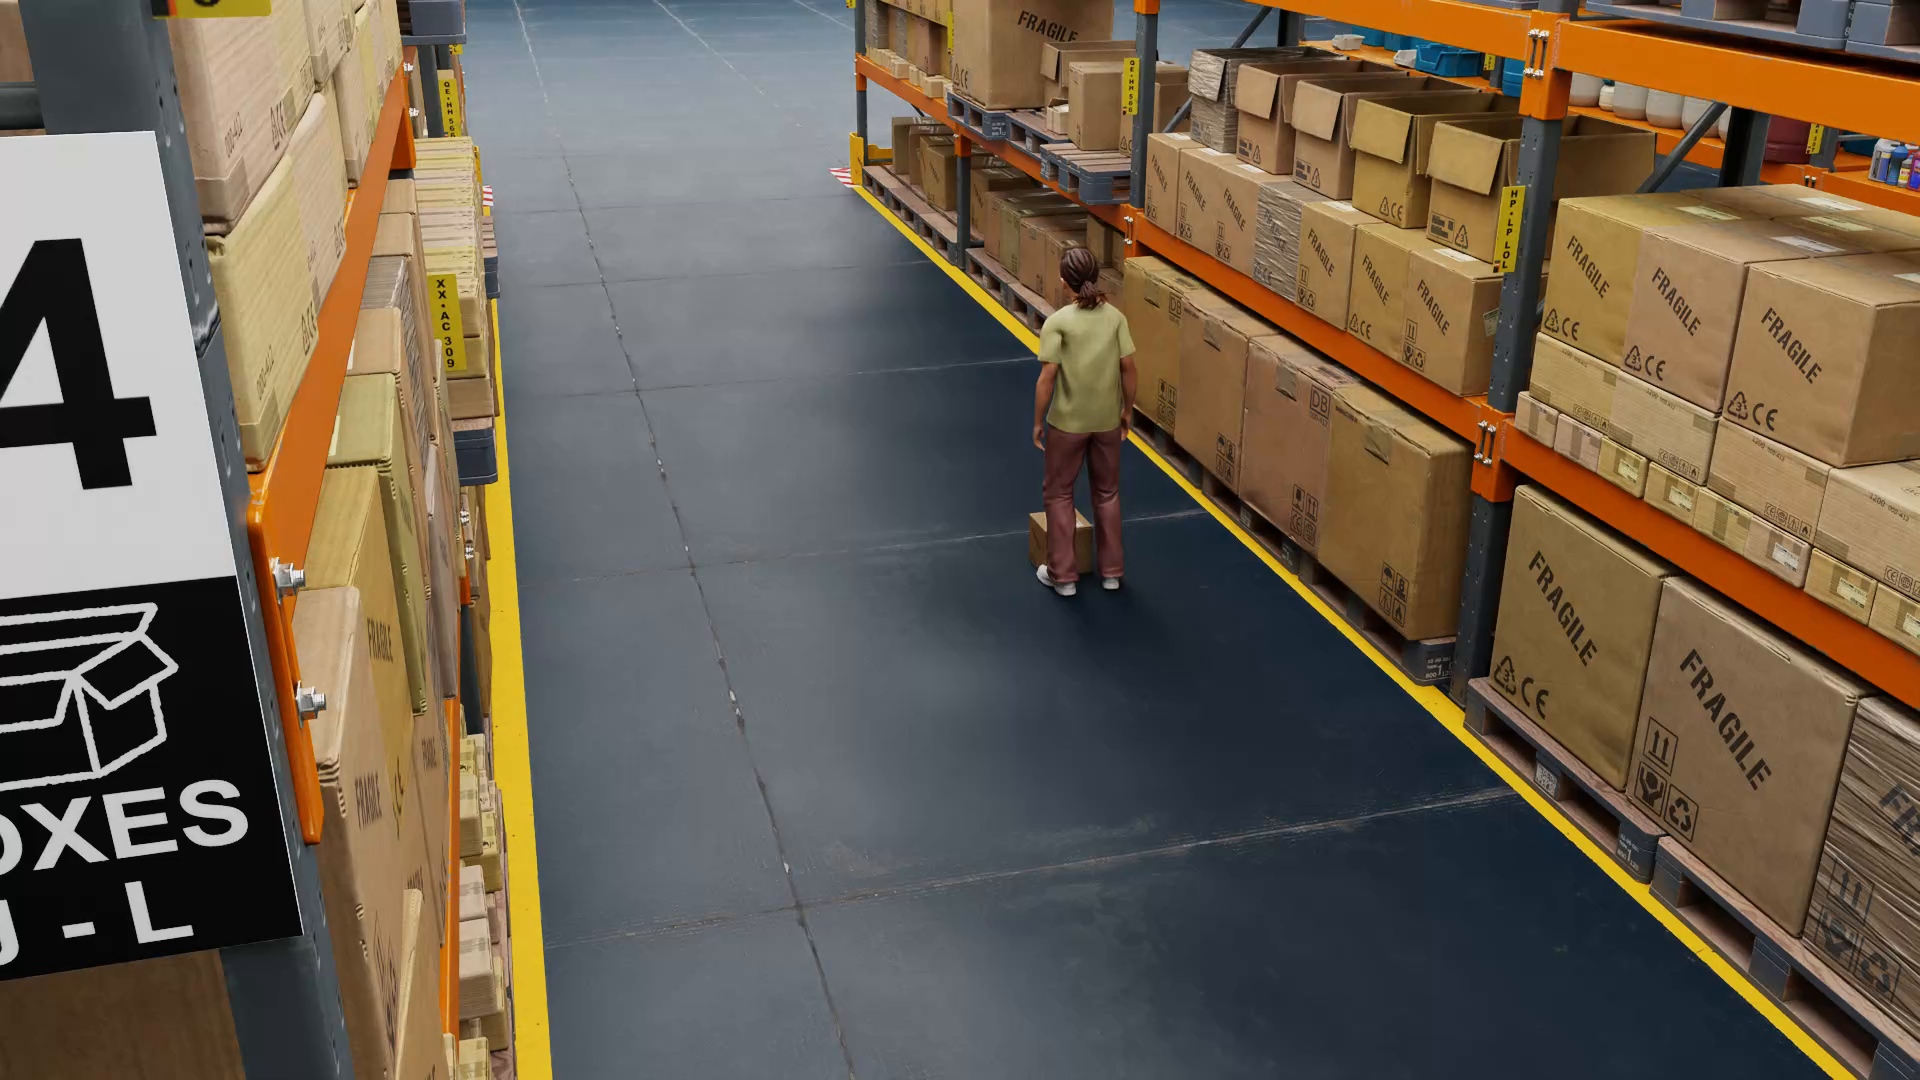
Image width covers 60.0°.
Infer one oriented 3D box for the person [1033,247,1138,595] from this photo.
[{"bbox_3d":[0.579,-0.548,7.888,0.503,1.672,0.352,-7,24,-15],"label":"person"}]
